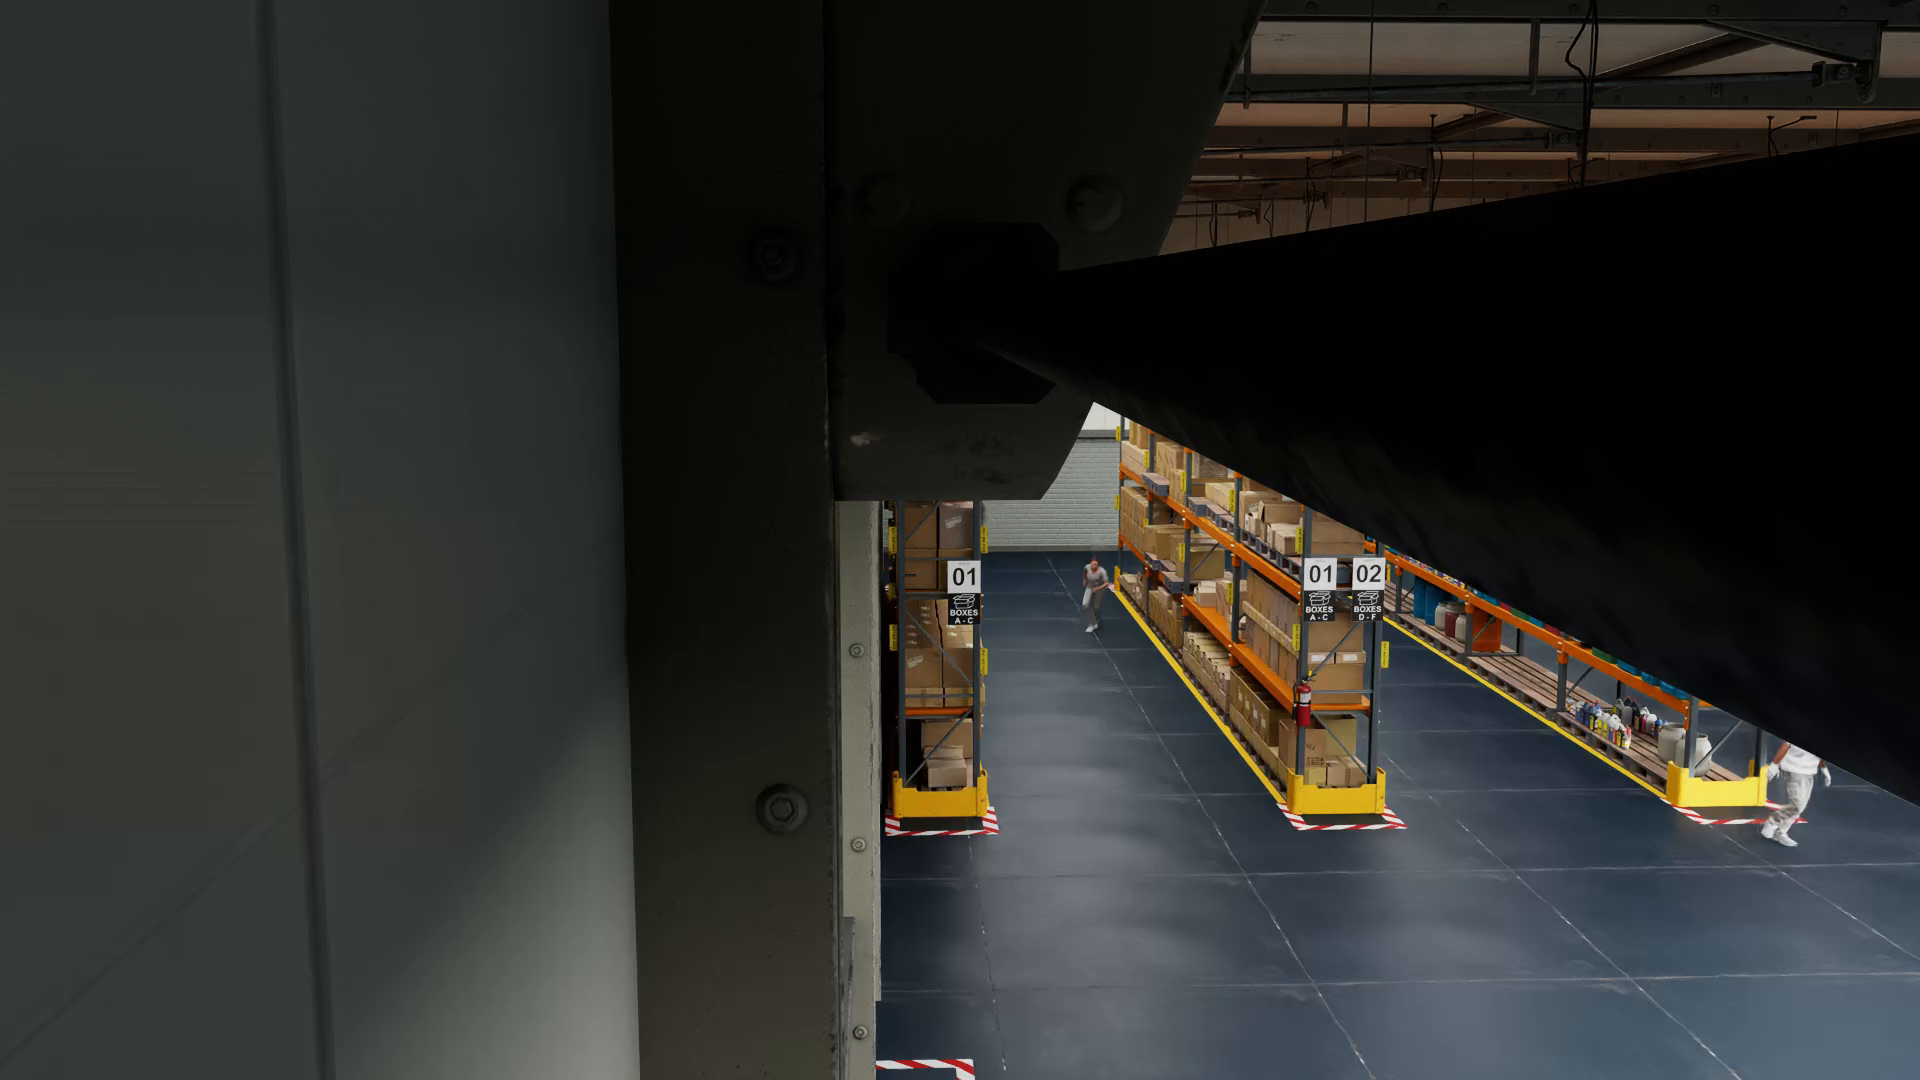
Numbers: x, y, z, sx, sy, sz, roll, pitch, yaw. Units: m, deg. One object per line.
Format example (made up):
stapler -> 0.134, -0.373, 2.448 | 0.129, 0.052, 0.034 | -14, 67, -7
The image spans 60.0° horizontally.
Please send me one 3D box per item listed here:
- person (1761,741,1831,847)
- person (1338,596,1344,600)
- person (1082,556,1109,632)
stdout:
person -> 9.763, 2.711, 19.349 | 0.702, 1.757, 0.596 | -6, 10, -35
person -> 6.286, 1.398, 28.282 | 0.634, 1.825, 0.831 | -1, 8, -6
person -> 2.618, 0.979, 31.911 | 0.583, 1.475, 1.059 | 2, 9, 16
